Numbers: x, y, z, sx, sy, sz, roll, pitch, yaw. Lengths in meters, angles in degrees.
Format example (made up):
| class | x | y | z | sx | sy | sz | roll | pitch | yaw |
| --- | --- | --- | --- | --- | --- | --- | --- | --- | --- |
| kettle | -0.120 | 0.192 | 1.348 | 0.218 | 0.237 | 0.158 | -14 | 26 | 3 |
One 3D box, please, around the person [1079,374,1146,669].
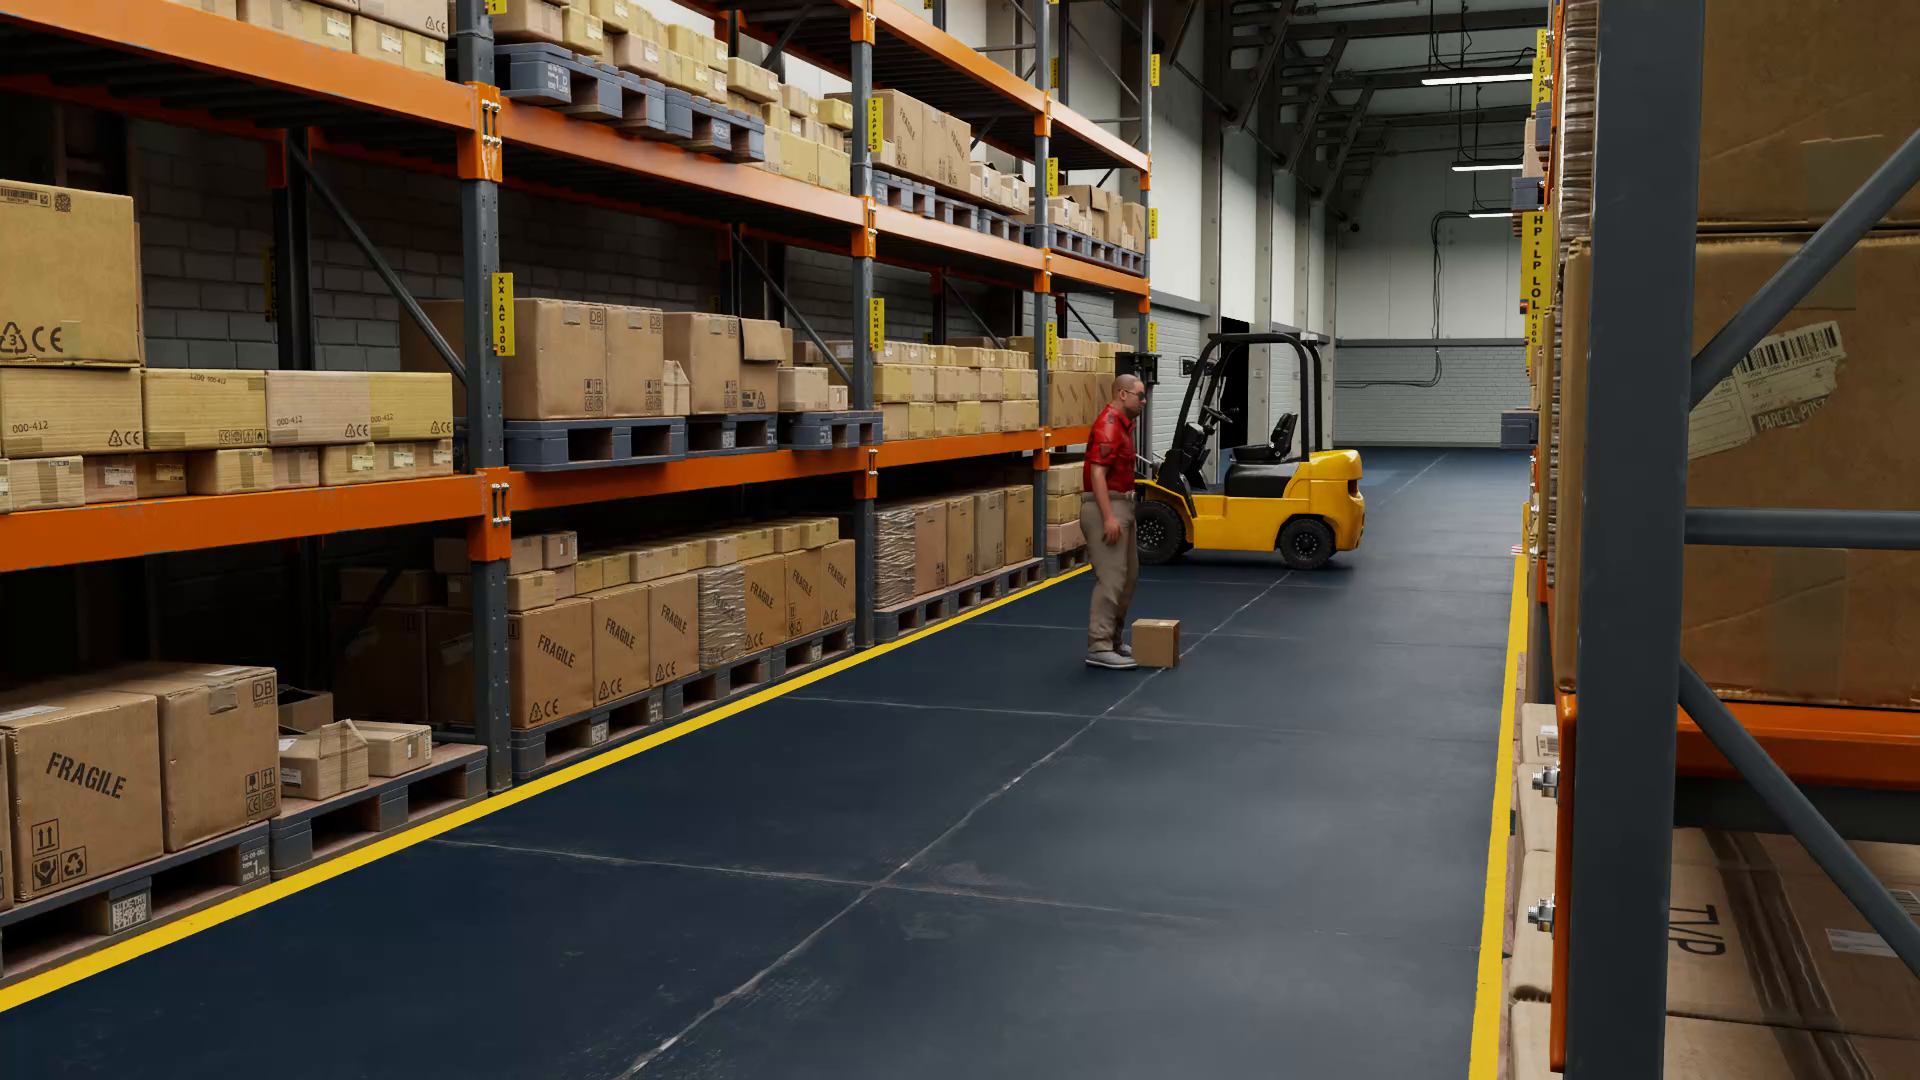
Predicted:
| class | x | y | z | sx | sy | sz | roll | pitch | yaw |
| --- | --- | --- | --- | --- | --- | --- | --- | --- | --- |
| person | 0.927 | -0.125 | 9.957 | 0.388 | 1.726 | 0.590 | 2 | 5 | 18 |
